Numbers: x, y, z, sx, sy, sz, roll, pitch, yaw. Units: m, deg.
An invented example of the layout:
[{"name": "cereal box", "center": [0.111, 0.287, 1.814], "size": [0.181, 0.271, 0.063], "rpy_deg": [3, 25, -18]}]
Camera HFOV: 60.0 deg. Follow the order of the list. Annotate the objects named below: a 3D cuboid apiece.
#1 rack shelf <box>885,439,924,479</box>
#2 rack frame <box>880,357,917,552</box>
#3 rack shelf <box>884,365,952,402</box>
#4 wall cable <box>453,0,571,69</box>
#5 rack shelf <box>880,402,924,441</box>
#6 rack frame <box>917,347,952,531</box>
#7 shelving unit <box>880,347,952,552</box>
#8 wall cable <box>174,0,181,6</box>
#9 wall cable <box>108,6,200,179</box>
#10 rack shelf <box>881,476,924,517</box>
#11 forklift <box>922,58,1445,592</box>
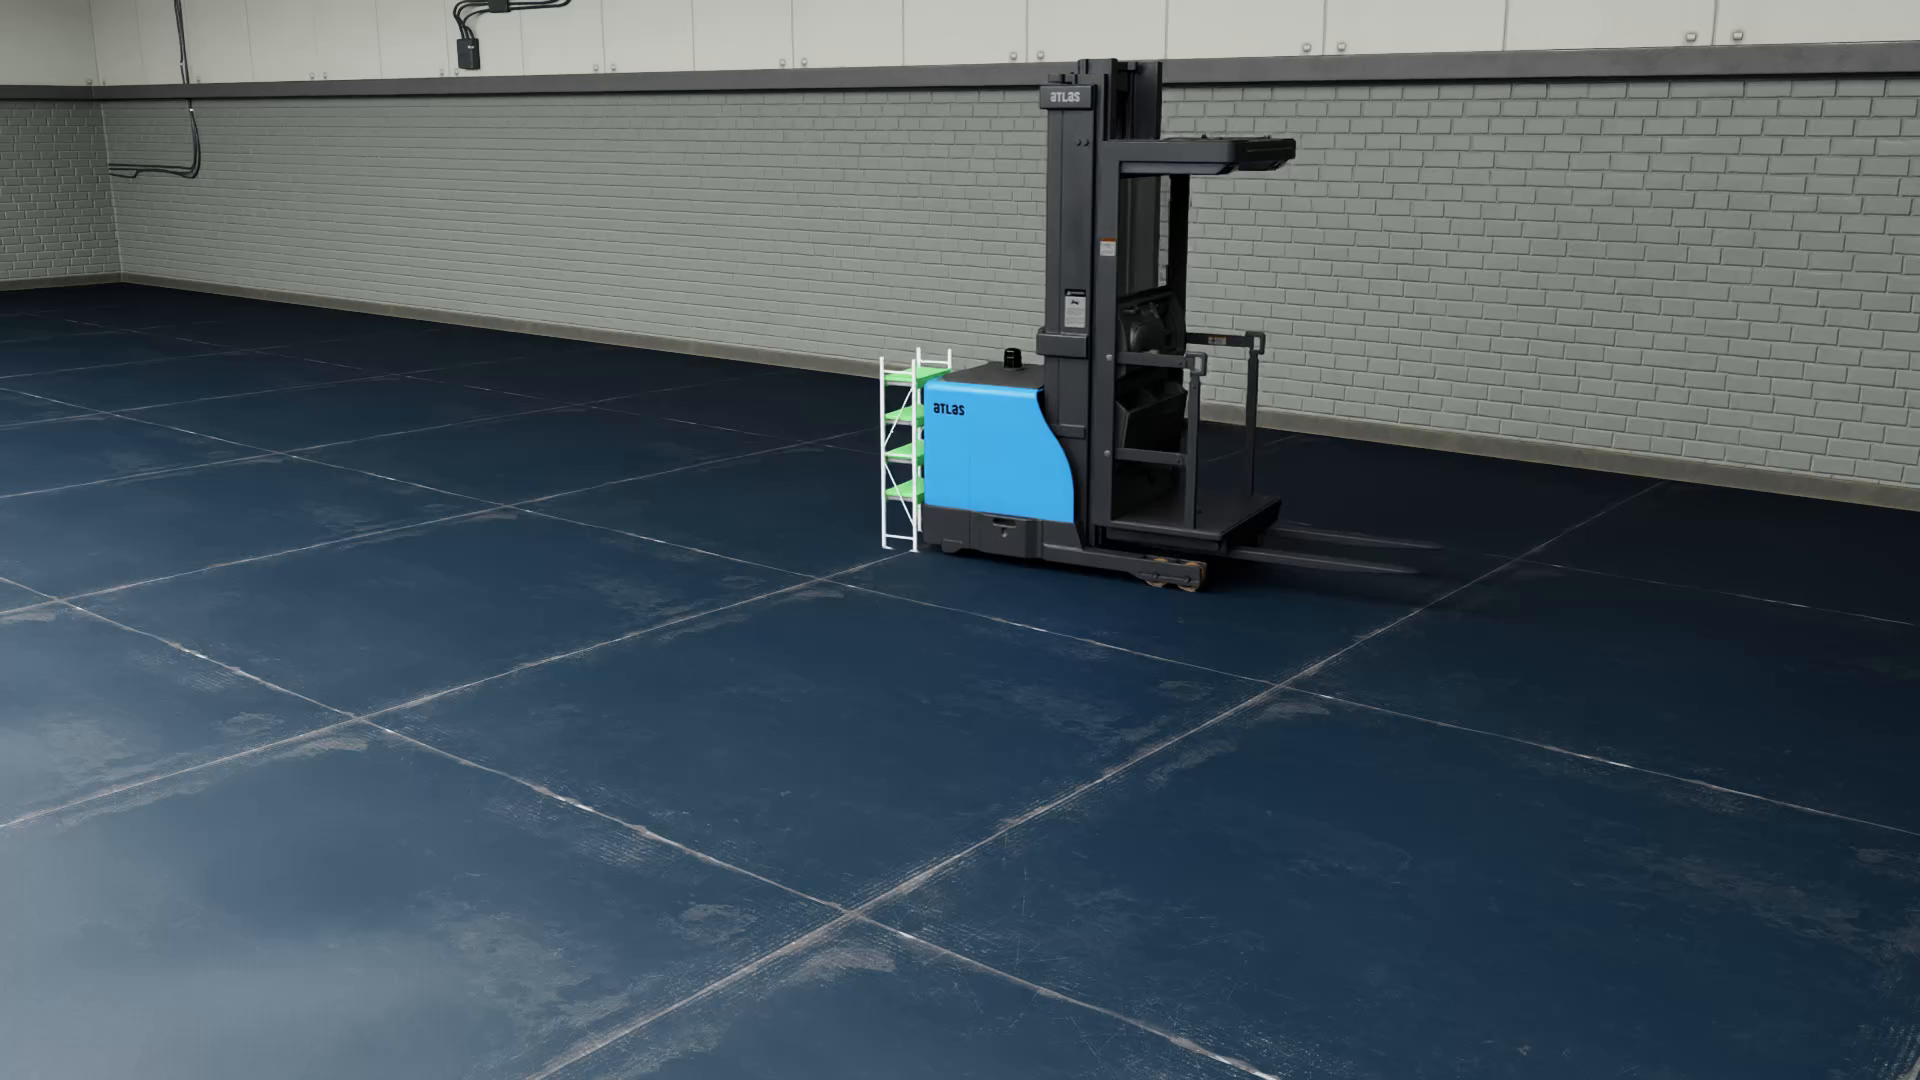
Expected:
[{"name": "rack shelf", "center": [-0.269, -0.512, 10.463], "size": [0.258, 0.148, 0.480], "rpy_deg": [7, 16, 25]}, {"name": "rack frame", "center": [-0.377, -0.520, 10.235], "size": [0.240, 1.200, 0.015], "rpy_deg": [7, 16, 25]}, {"name": "rack shelf", "center": [-0.269, -0.978, 10.345], "size": [0.258, 0.148, 0.480], "rpy_deg": [7, 16, 25]}, {"name": "wall cable", "center": [-5.260, -8.543, 19.070], "size": [2.305, 6.003, 0.169], "rpy_deg": [11, 18, 38]}, {"name": "rack shelf", "center": [-0.269, -0.745, 10.404], "size": [0.258, 0.148, 0.480], "rpy_deg": [7, 16, 25]}, {"name": "rack frame", "center": [-0.162, -0.628, 10.660], "size": [0.240, 1.200, 0.015], "rpy_deg": [7, 16, 25]}, {"name": "shelving unit", "center": [-0.269, -0.574, 10.447], "size": [0.258, 1.200, 0.503], "rpy_deg": [7, 16, 25]}, {"name": "wall cable", "center": [-10.530, -8.892, 23.396], "size": [3.097, 2.526, 0.112], "rpy_deg": [11, 18, 38]}, {"name": "wall cable", "center": [-12.634, -6.862, 25.666], "size": [3.097, 2.526, 0.112], "rpy_deg": [11, 18, 38]}, {"name": "rack shelf", "center": [-0.269, -0.280, 10.522], "size": [0.258, 0.148, 0.480], "rpy_deg": [7, 16, 25]}, {"name": "forklift", "center": [1.306, -1.276, 9.692], "size": [3.031, 2.935, 1.130], "rpy_deg": [8, 16, 28]}]
